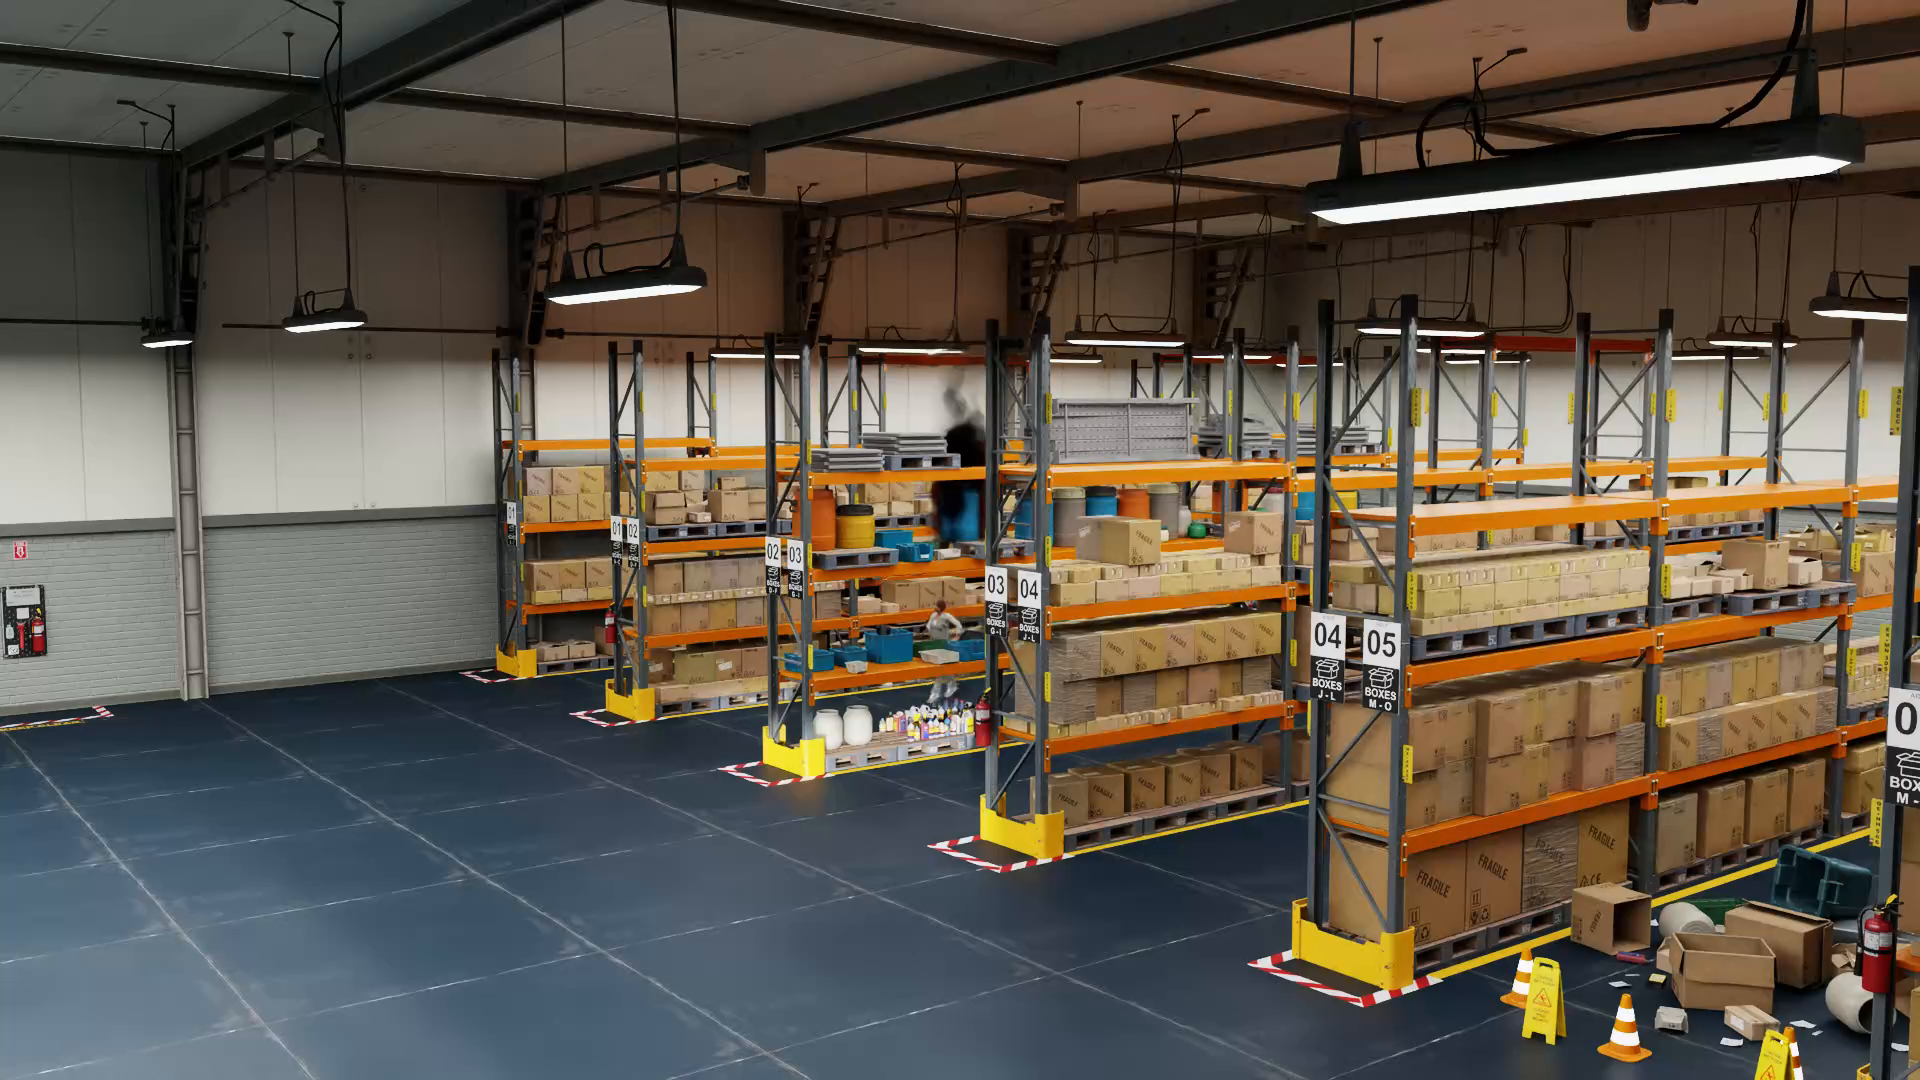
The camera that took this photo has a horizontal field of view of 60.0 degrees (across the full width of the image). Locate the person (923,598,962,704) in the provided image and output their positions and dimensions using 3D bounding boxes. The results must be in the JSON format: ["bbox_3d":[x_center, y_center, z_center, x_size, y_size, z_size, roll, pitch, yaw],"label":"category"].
[{"bbox_3d":[-0.299,1.739,26.422,0.724,1.646,0.565,-5,7,-43],"label":"person"}]

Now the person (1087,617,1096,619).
[{"bbox_3d":[2.380,1.762,28.944,0.907,1.682,0.553,-4,6,-39],"label":"person"}]
